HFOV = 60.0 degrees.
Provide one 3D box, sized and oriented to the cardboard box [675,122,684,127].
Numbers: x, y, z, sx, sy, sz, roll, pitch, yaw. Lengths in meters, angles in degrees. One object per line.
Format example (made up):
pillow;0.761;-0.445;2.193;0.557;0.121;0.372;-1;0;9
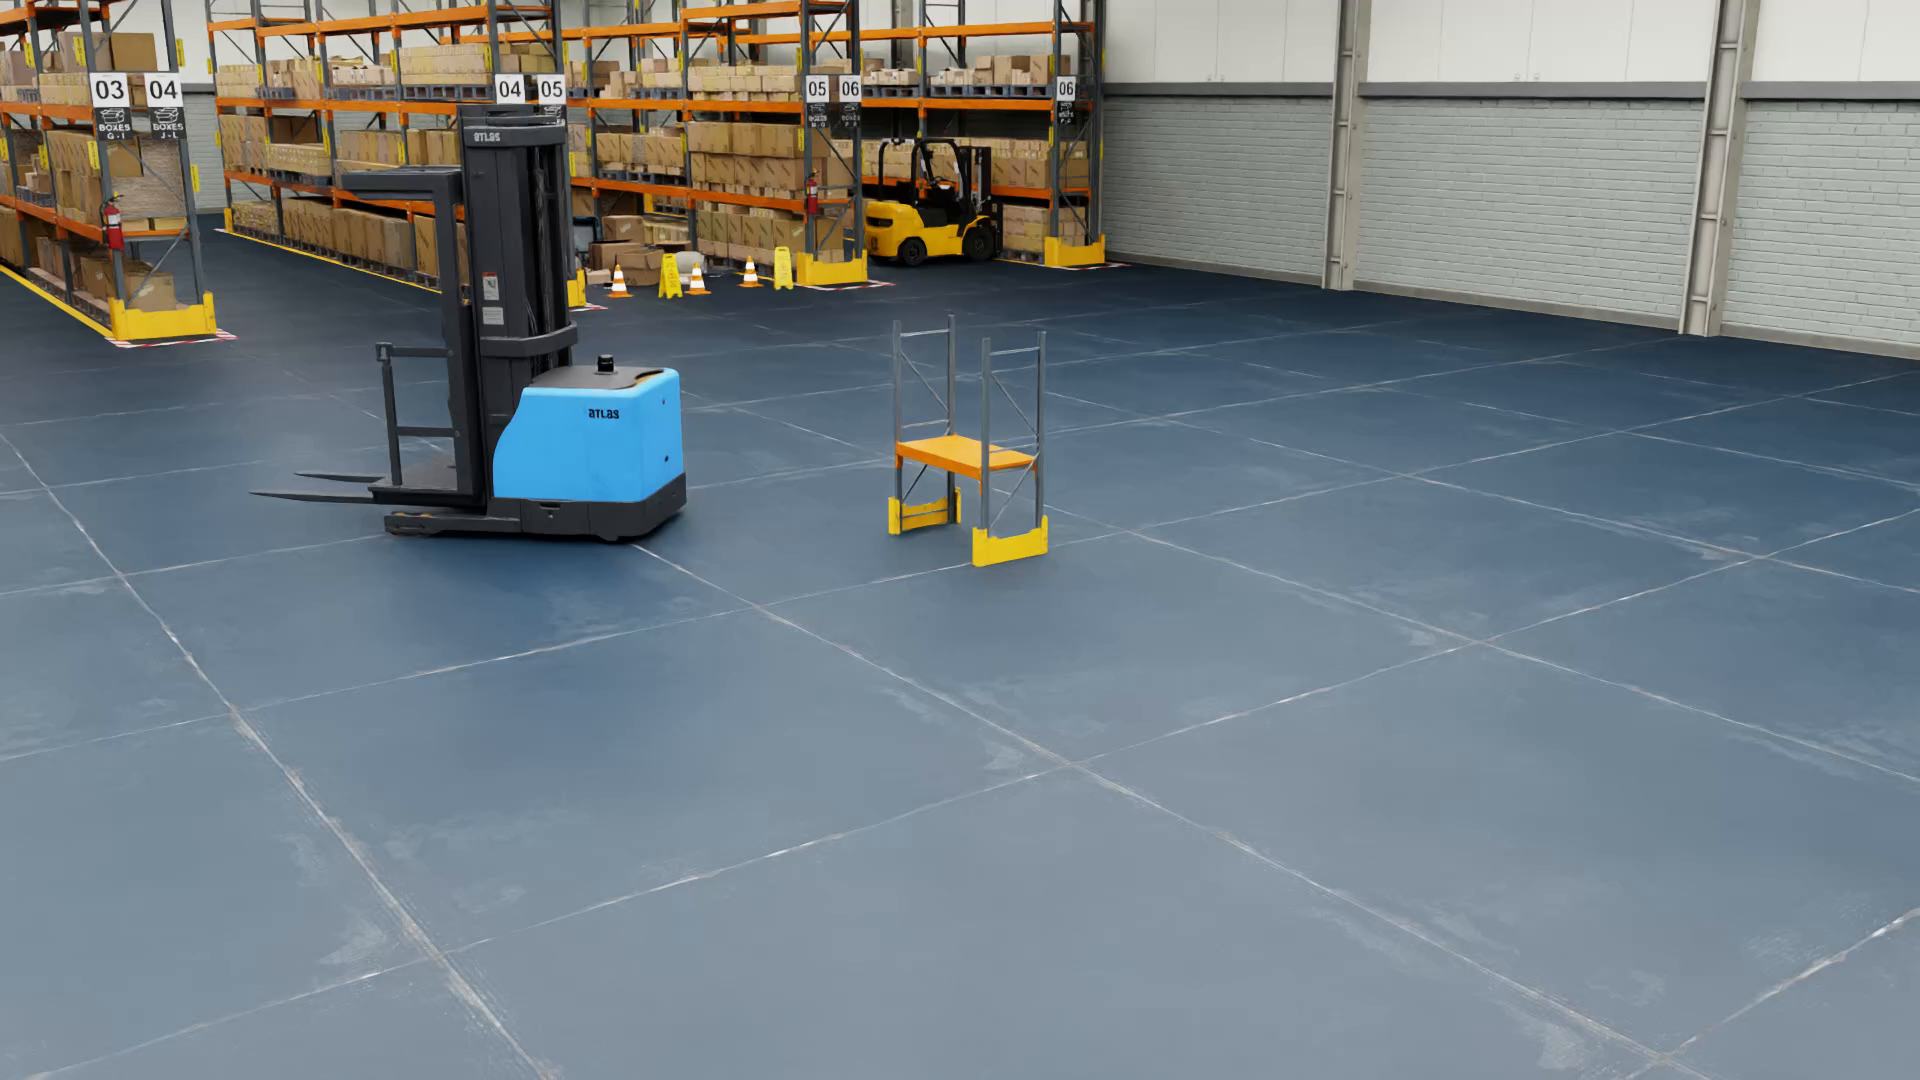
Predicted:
cardboard box;-6.461;-9.725;39.725;0.500;0.500;0.500;-10;18;-33

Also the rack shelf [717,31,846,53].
rack shelf;-3.865;-10.823;36.195;1.077;0.370;4.000;-11;19;-35

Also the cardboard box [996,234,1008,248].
cardboard box;0.912;-5.478;30.321;0.500;0.250;0.500;-11;19;-34

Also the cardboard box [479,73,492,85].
cardboard box;-6.412;-6.368;22.969;0.380;0.149;0.250;-11;19;-35

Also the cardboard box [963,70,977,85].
cardboard box;0.290;-8.457;30.381;0.396;0.266;0.258;-11;19;-36

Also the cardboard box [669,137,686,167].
cardboard box;-4.807;-6.875;29.463;0.500;0.500;0.500;-11;19;-36

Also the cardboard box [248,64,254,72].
cardboard box;-13.744;-9.268;32.657;0.380;0.149;0.250;-11;19;-35

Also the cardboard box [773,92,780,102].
cardboard box;-2.735;-7.032;26.379;0.380;0.149;0.250;-10;18;-33

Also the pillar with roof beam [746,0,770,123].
pillar with roof beam;-8.203;-11.411;36.221;9.100;9.000;0.400;-11;19;-35

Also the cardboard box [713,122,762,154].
cardboard box;-3.710;-6.740;27.872;0.700;0.500;0.500;-11;19;-36

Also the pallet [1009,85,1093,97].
pallet;1.620;-7.894;29.220;1.003;0.211;1.213;-11;19;-35

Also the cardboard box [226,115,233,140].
cardboard box;-14.999;-8.620;34.741;0.500;0.500;0.500;-10;18;-33

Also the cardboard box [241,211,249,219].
cardboard box;-14.855;-6.832;34.896;0.380;0.149;0.250;-10;18;-33

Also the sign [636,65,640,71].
sign;-6.261;-9.051;32.303;0.100;0.325;0.005;-11;19;-35

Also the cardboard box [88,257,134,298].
cardboard box;-11.820;-3.663;23.218;0.500;0.500;0.500;-5;16;-17

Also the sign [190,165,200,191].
sign;-9.575;-4.527;20.793;0.100;0.325;0.005;-11;19;-35

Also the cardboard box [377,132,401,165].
cardboard box;-9.192;-6.480;27.488;0.700;0.500;0.500;-11;19;-34

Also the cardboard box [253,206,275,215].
cardboard box;-14.244;-6.753;34.044;0.380;0.149;0.250;-12;19;-36

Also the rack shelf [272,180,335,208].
rack shelf;-11.822;-6.562;31.231;1.077;0.370;4.000;-11;19;-35

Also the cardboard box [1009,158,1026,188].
cardboard box;1.216;-6.559;29.670;0.500;0.500;0.500;-10;18;-33

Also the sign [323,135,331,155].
sign;-11.079;-6.916;29.118;0.100;0.325;0.005;-11;19;-35

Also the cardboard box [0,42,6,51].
cardboard box;-17.617;-8.897;30.123;0.500;0.250;0.500;-12;20;-38

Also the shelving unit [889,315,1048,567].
shelving unit;0.045;-0.707;11.319;0.587;1.500;1.083;-11;19;-35

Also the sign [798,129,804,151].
sign;-2.458;-6.192;25.726;0.100;0.325;0.005;-11;19;-35

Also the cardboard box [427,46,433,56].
cardboard box;-7.606;-7.186;24.449;0.380;0.149;0.250;-11;19;-35

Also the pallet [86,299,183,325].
pallet;-11.221;-3.135;22.632;1.003;0.211;1.213;-11;19;-35

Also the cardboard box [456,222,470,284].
cardboard box;-6.913;-4.273;24.736;0.875;0.875;0.875;-11;19;-35

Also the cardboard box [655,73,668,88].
cardboard box;-5.104;-8.205;29.680;0.500;0.250;0.500;-11;19;-34

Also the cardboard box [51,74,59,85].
cardboard box;-11.805;-6.105;22.046;0.380;0.149;0.250;-11;19;-36

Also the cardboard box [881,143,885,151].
cardboard box;-1.350;-7.802;32.982;0.380;0.149;0.250;-11;19;-36

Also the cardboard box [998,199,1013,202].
cardboard box;0.706;-6.256;31.271;0.500;0.250;0.500;-11;19;-34

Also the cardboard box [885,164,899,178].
cardboard box;-1.145;-7.290;32.812;0.500;0.250;0.500;-11;19;-35

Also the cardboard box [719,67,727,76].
cardboard box;-3.784;-7.795;27.659;0.380;0.149;0.250;-12;19;-36

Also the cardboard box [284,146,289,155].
cardboard box;-12.377;-7.273;31.019;0.380;0.149;0.250;-10;18;-32

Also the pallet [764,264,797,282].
pallet;-2.491;-4.413;27.301;1.003;0.211;1.213;-11;19;-35

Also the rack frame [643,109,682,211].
rack frame;-7.392;-9.751;41.521;1.000;3.000;0.127;-11;19;-35

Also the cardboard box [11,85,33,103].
cardboard box;-14.035;-6.750;25.158;0.500;0.250;0.500;-10;18;-33

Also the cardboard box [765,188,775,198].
cardboard box;-2.939;-5.634;26.954;0.380;0.149;0.250;-10;18;-34

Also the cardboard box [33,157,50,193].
cardboard box;-13.460;-5.487;24.951;0.797;0.503;0.637;-9;18;-29

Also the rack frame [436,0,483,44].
rack frame;-11.405;-11.873;37.911;1.000;3.000;0.127;-11;19;-35

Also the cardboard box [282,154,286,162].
cardboard box;-12.519;-7.182;31.252;0.380;0.149;0.250;-10;18;-32

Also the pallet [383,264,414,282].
pallet;-8.809;-4.435;27.382;1.003;0.211;1.213;-11;19;-35

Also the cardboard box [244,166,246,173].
cardboard box;-14.601;-7.682;34.437;0.380;0.149;0.250;-11;19;-36

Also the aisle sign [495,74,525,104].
aisle sign;-6.143;-5.965;22.765;0.394;0.787;0.004;-11;19;-35

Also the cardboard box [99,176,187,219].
cardboard box;-10.315;-4.338;20.992;0.875;0.500;0.500;-11;19;-35

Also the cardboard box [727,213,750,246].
cardboard box;-3.593;-5.264;28.119;0.500;0.500;0.500;-10;18;-32

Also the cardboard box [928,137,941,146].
cardboard box;-0.389;-7.579;31.603;0.380;0.149;0.250;-10;18;-33

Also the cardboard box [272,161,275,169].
cardboard box;-12.971;-7.203;31.892;0.380;0.149;0.250;-11;18;-34

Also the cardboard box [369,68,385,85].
cardboard box;-9.198;-7.482;26.848;0.500;0.250;0.500;-11;19;-35

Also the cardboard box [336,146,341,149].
cardboard box;-11.378;-7.203;30.764;0.380;0.149;0.250;-10;18;-32

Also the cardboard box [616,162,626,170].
cardboard box;-6.253;-7.061;31.374;0.380;0.149;0.250;-11;19;-34

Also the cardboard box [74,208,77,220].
cardboard box;-11.728;-4.402;22.454;0.380;0.149;0.250;-11;19;-35

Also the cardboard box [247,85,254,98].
cardboard box;-13.789;-8.881;32.946;0.500;0.250;0.500;-11;19;-35

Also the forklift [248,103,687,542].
forklift;-3.585;-1.565;11.743;3.031;2.935;1.130;2;15;9

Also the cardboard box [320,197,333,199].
cardboard box;-12.064;-6.463;32.025;0.500;0.250;0.500;-10;18;-32
